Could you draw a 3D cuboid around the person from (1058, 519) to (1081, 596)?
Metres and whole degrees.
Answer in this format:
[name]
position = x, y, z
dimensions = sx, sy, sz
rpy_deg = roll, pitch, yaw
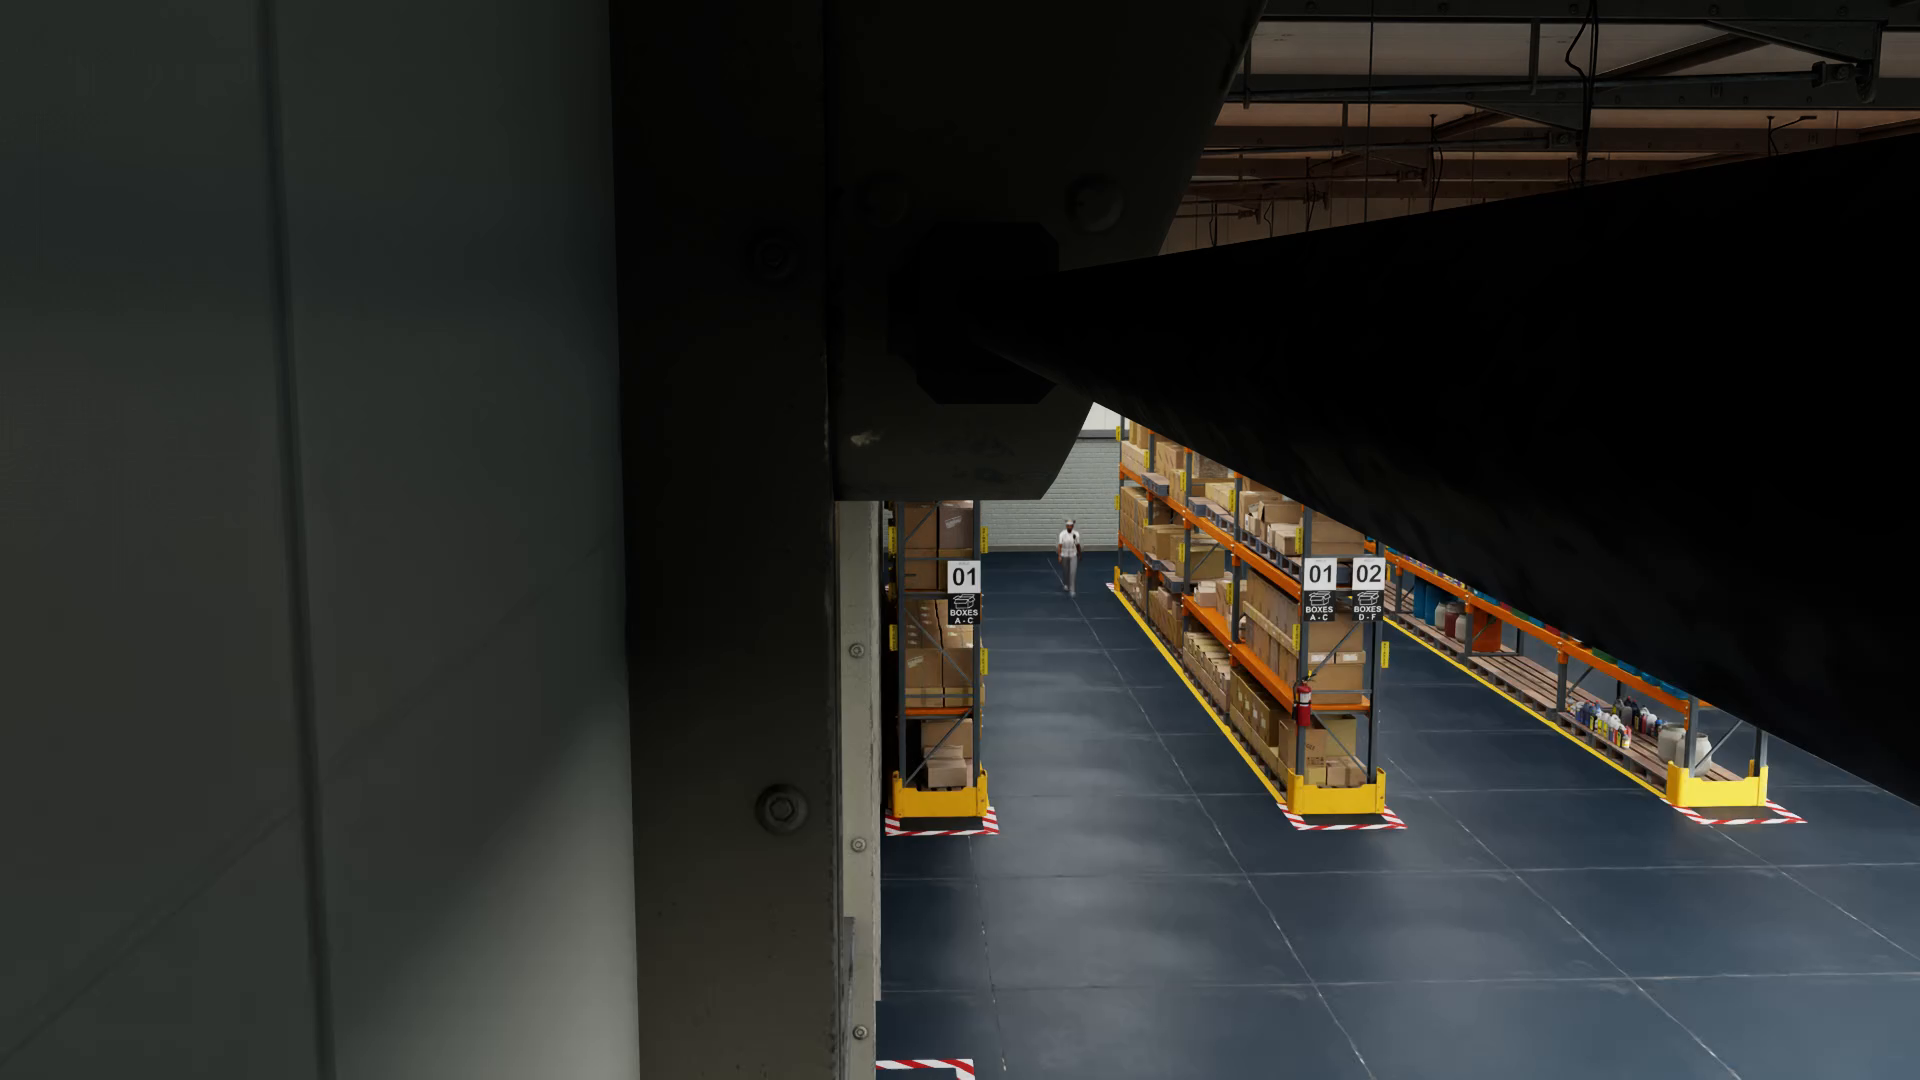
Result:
[person]
position = 2.356, 0.341, 35.871
dimensions = 0.489, 1.623, 1.037
rpy_deg = 1, 8, 8
